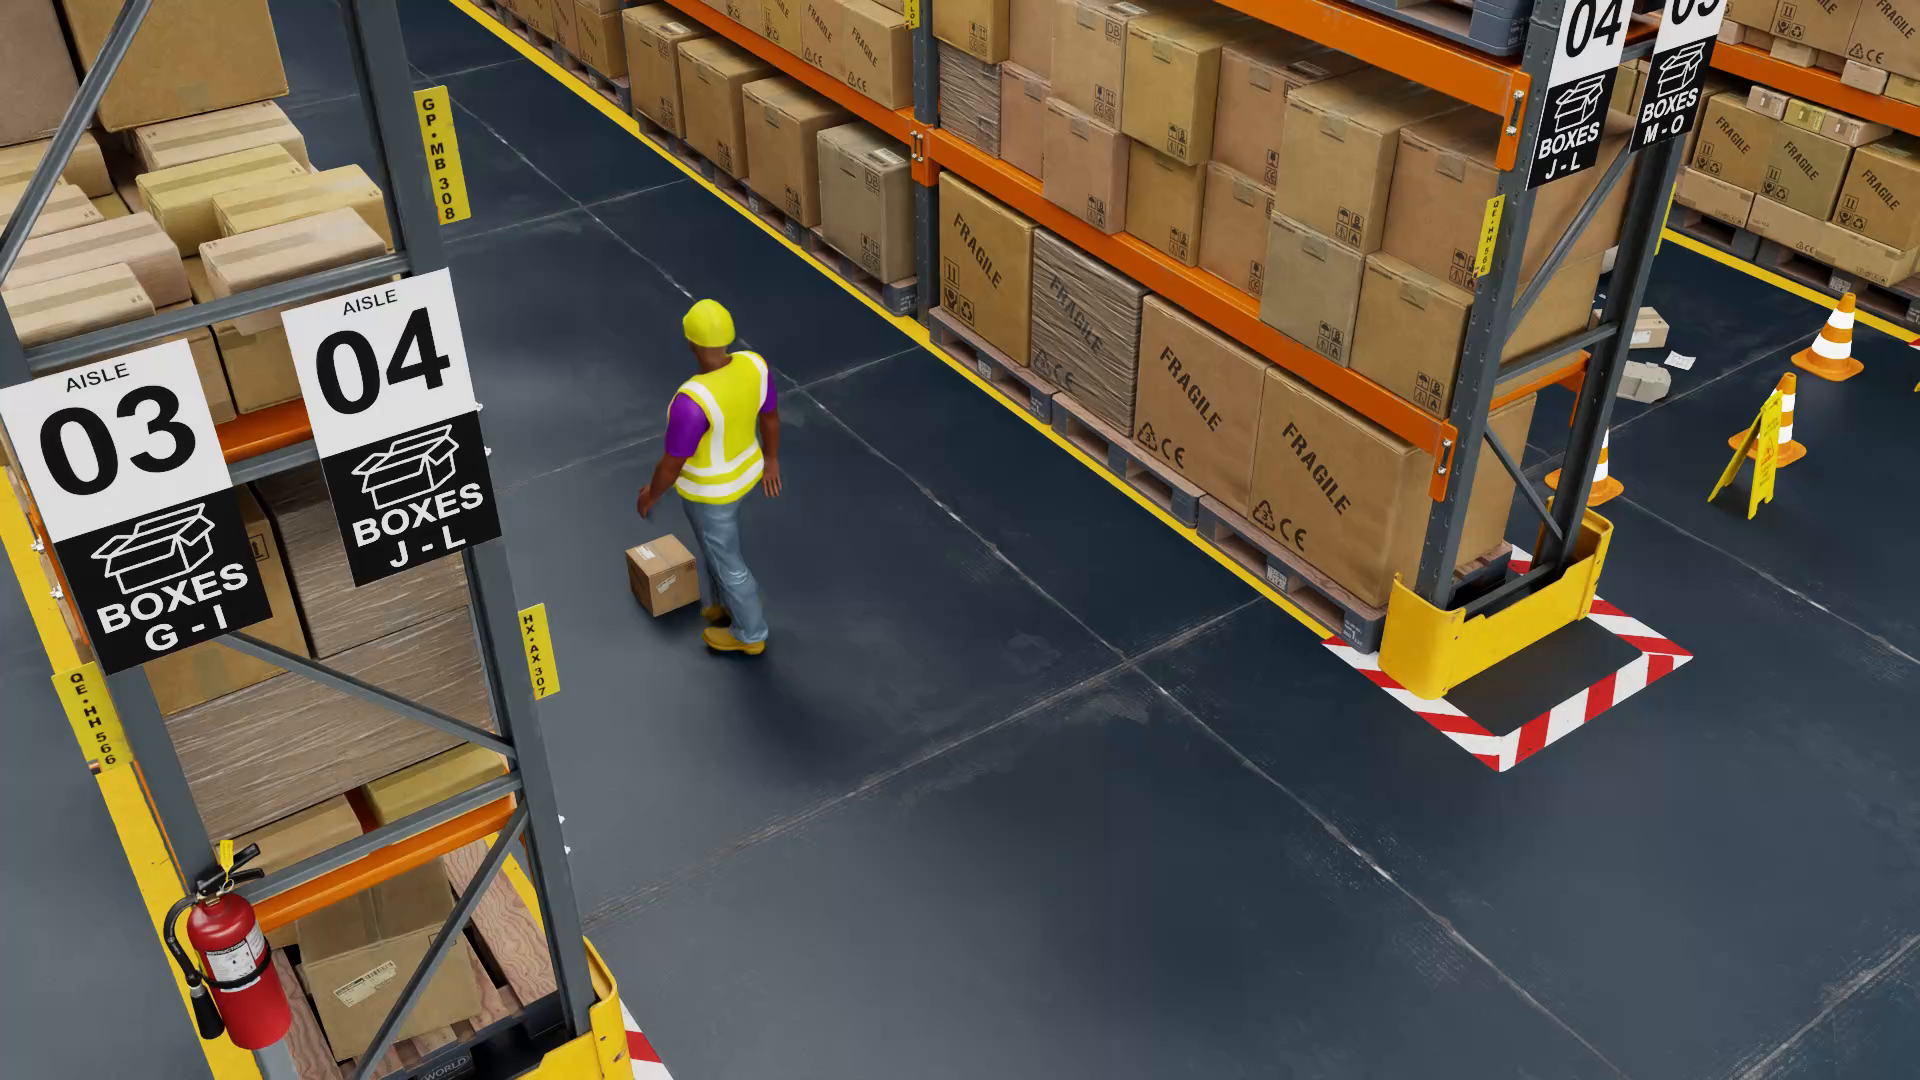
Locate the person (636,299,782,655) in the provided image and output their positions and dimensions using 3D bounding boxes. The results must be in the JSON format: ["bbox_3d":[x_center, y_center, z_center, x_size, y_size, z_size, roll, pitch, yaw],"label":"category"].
[{"bbox_3d":[-1.102,-0.243,7.341,0.502,1.831,0.584,16,39,20],"label":"person"}]
